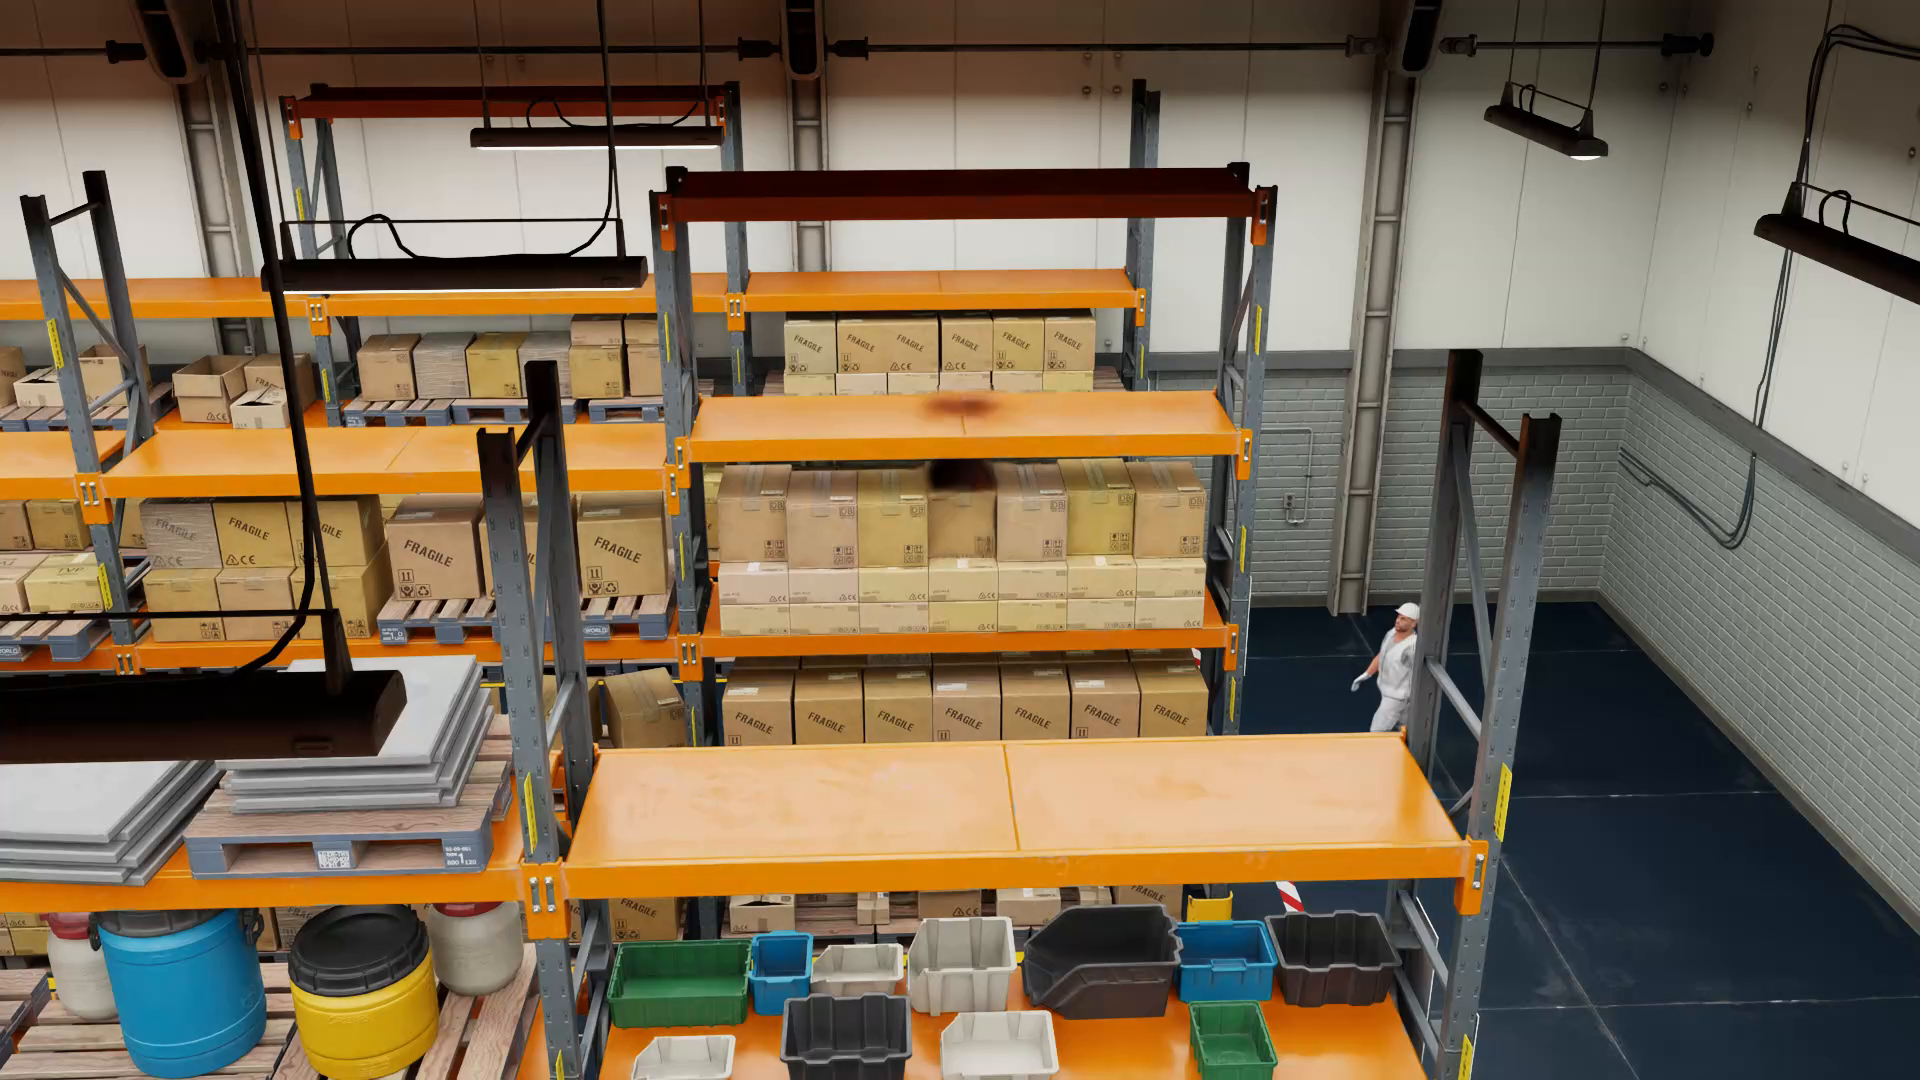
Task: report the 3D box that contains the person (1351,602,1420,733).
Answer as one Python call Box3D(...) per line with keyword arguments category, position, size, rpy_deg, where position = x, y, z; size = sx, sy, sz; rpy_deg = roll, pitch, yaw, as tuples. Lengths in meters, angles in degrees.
Box3D(category="person", position=(3.911, 1.382, 15.357), size=(1.004, 1.720, 0.526), rpy_deg=(-2, 22, -5))
